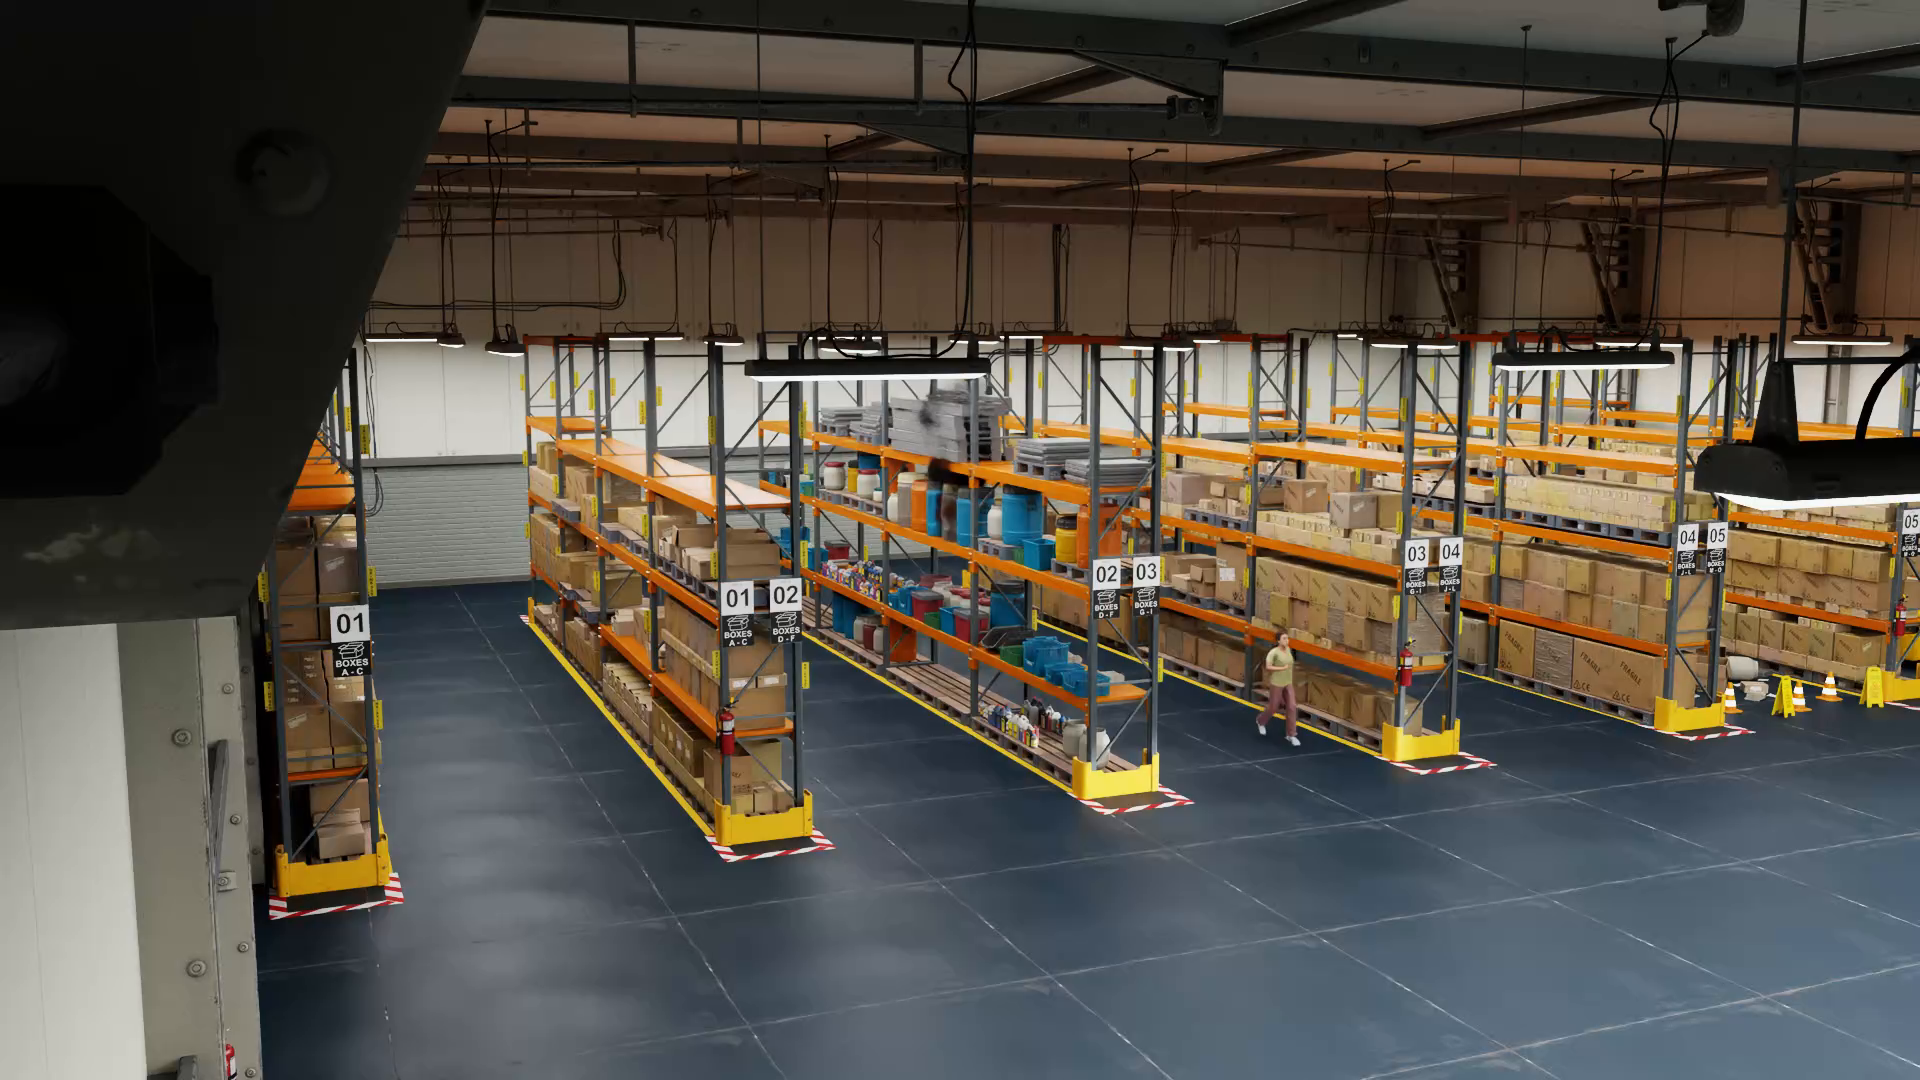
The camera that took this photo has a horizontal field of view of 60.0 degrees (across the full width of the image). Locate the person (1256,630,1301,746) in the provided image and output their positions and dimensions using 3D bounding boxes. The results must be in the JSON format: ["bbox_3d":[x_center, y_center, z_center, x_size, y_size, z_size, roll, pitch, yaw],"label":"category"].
[{"bbox_3d":[4.778,2.174,24.880,0.601,1.676,0.925,-4,9,-29],"label":"person"}]
